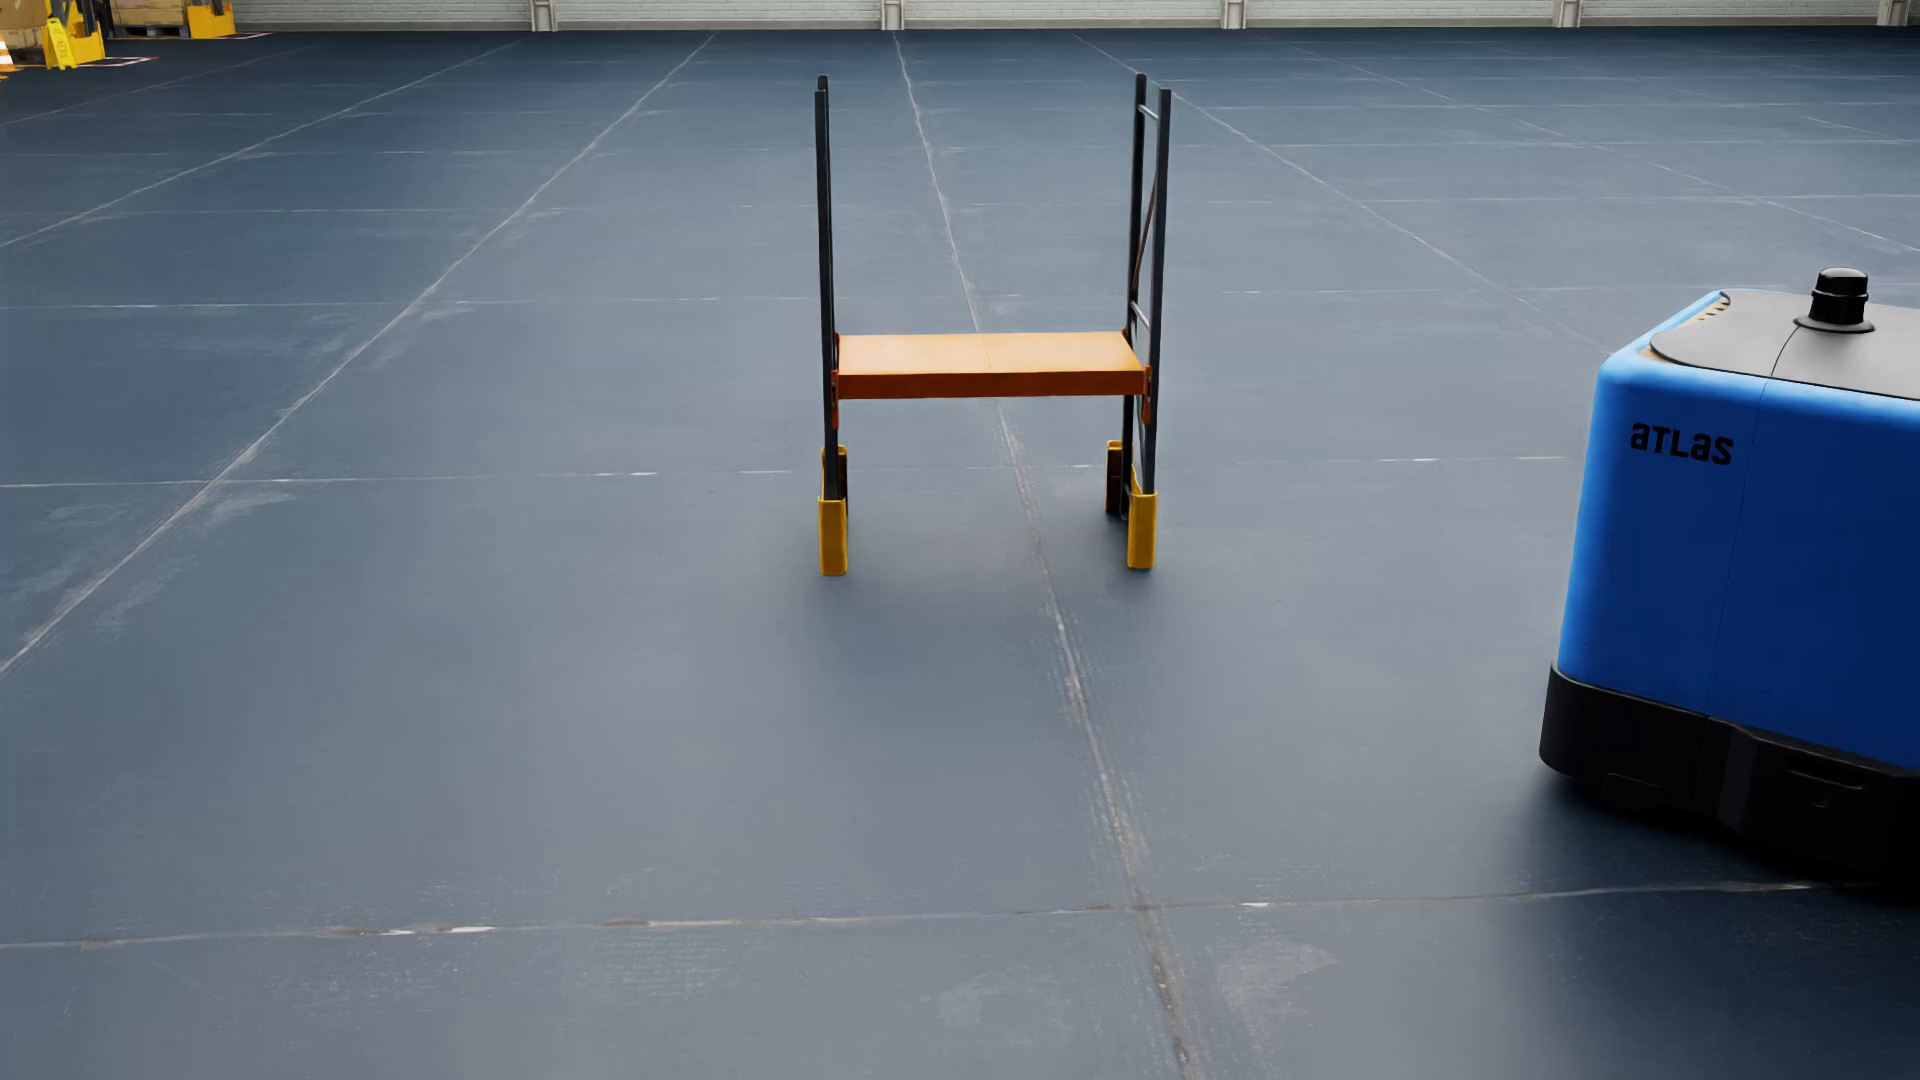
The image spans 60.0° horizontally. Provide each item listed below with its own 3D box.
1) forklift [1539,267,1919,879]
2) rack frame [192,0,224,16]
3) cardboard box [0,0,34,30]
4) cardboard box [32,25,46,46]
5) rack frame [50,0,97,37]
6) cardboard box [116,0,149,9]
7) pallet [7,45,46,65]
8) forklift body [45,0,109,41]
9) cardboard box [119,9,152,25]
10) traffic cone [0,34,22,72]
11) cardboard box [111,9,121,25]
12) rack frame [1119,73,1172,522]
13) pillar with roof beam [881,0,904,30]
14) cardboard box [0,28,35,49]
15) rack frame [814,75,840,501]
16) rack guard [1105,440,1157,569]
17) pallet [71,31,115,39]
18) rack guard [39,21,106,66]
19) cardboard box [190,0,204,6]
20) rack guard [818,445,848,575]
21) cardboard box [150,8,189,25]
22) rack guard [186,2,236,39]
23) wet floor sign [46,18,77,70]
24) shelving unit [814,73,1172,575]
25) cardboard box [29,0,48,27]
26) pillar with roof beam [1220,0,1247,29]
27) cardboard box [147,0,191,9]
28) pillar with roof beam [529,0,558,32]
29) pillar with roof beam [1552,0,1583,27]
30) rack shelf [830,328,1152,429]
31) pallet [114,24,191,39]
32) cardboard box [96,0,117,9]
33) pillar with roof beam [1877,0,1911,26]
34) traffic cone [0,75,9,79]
[{"bbox_3d":[2.885,-0.586,3.040,3.031,2.935,1.130,15,26,35],"label":"forklift"},{"bbox_3d":[-12.408,-9.768,27.062,0.127,3.000,1.000,-1,21,-3],"label":"rack frame"},{"bbox_3d":[-12.906,-7.158,22.426,0.500,0.500,0.500,-1,21,-3],"label":"cardboard box"},{"bbox_3d":[-12.942,-6.998,23.060,0.500,0.250,0.500,-1,21,-3],"label":"cardboard box"},{"bbox_3d":[-12.121,-8.005,22.431,0.127,3.000,1.000,-1,21,-3],"label":"rack frame"},{"bbox_3d":[-13.377,-8.786,27.053,0.500,0.250,0.500,-1,21,-4],"label":"cardboard box"},{"bbox_3d":[-13.010,-6.696,22.913,1.213,0.211,1.003,-1,21,-3],"label":"pallet"},{"bbox_3d":[-14.197,-8.685,25.410,1.214,2.155,2.313,-1,21,-3],"label":"forklift body"},{"bbox_3d":[-13.356,-8.551,27.139,0.500,0.250,0.500,-1,21,-3],"label":"cardboard box"},{"bbox_3d":[-12.476,-6.352,21.656,0.334,0.463,0.336,-1,21,-3],"label":"traffic cone"},{"bbox_3d":[-13.856,-8.544,27.121,0.500,0.250,0.500,-1,21,-2],"label":"cardboard box"},{"bbox_3d":[0.593,-0.713,5.386,0.032,1.500,0.500,-1,21,-3],"label":"rack frame"},{"bbox_3d":[-0.928,-11.592,23.422,0.400,9.000,9.100,-1,21,-3],"label":"pillar with roof beam"},{"bbox_3d":[-12.936,-6.804,22.550,0.500,0.250,0.500,-1,21,-3],"label":"cardboard box"},{"bbox_3d":[-0.422,-0.692,5.332,0.032,1.500,0.500,-1,21,-3],"label":"rack frame"},{"bbox_3d":[0.573,-0.128,5.607,0.087,0.250,0.587,-1,21,-3],"label":"rack guard"},{"bbox_3d":[-14.384,-8.411,27.416,1.213,0.211,1.003,-1,21,-3],"label":"pallet"},{"bbox_3d":[-12.197,-6.835,22.872,0.348,0.500,1.175,-1,21,-3],"label":"rack guard"},{"bbox_3d":[-12.889,-8.977,27.556,0.500,0.250,0.500,-1,21,-2],"label":"cardboard box"},{"bbox_3d":[-0.421,-0.108,5.554,0.087,0.250,0.587,-1,21,-3],"label":"rack guard"},{"bbox_3d":[-12.859,-8.558,27.157,0.500,0.250,0.500,-1,21,-3],"label":"cardboard box"},{"bbox_3d":[-12.384,-8.600,27.508,0.348,0.500,1.175,-1,21,-3],"label":"rack guard"},{"bbox_3d":[-11.870,-6.528,21.862,0.232,0.644,0.267,6,22,16],"label":"wet floor sign"},{"bbox_3d":[0.076,-0.702,5.358,1.083,1.500,0.587,-1,21,-3],"label":"shelving unit"},{"bbox_3d":[-12.966,-7.348,22.925,0.500,0.500,0.500,-2,21,-5],"label":"cardboard box"},{"bbox_3d":[5.062,-11.714,23.742,0.400,9.000,9.100,-1,21,-3],"label":"pillar with roof beam"},{"bbox_3d":[-12.876,-8.792,27.070,0.500,0.250,0.500,-1,21,-4],"label":"cardboard box"},{"bbox_3d":[-6.918,-11.470,23.102,0.400,9.000,9.100,-1,21,-3],"label":"pillar with roof beam"},{"bbox_3d":[11.052,-11.836,24.062,0.400,9.000,9.100,-1,21,-3],"label":"pillar with roof beam"},{"bbox_3d":[0.085,-0.535,5.423,1.000,0.185,0.538,-1,21,-3],"label":"rack shelf"},{"bbox_3d":[-13.169,-8.435,27.478,1.213,0.211,1.003,-1,21,-3],"label":"pallet"},{"bbox_3d":[-13.892,-8.768,27.006,0.500,0.250,0.500,-2,21,-4],"label":"cardboard box"},{"bbox_3d":[17.042,-11.958,24.382,0.400,9.000,9.100,-1,21,-3],"label":"pillar with roof beam"},{"bbox_3d":[-12.074,-5.965,20.638,0.334,0.463,0.336,-1,21,-3],"label":"traffic cone"}]
